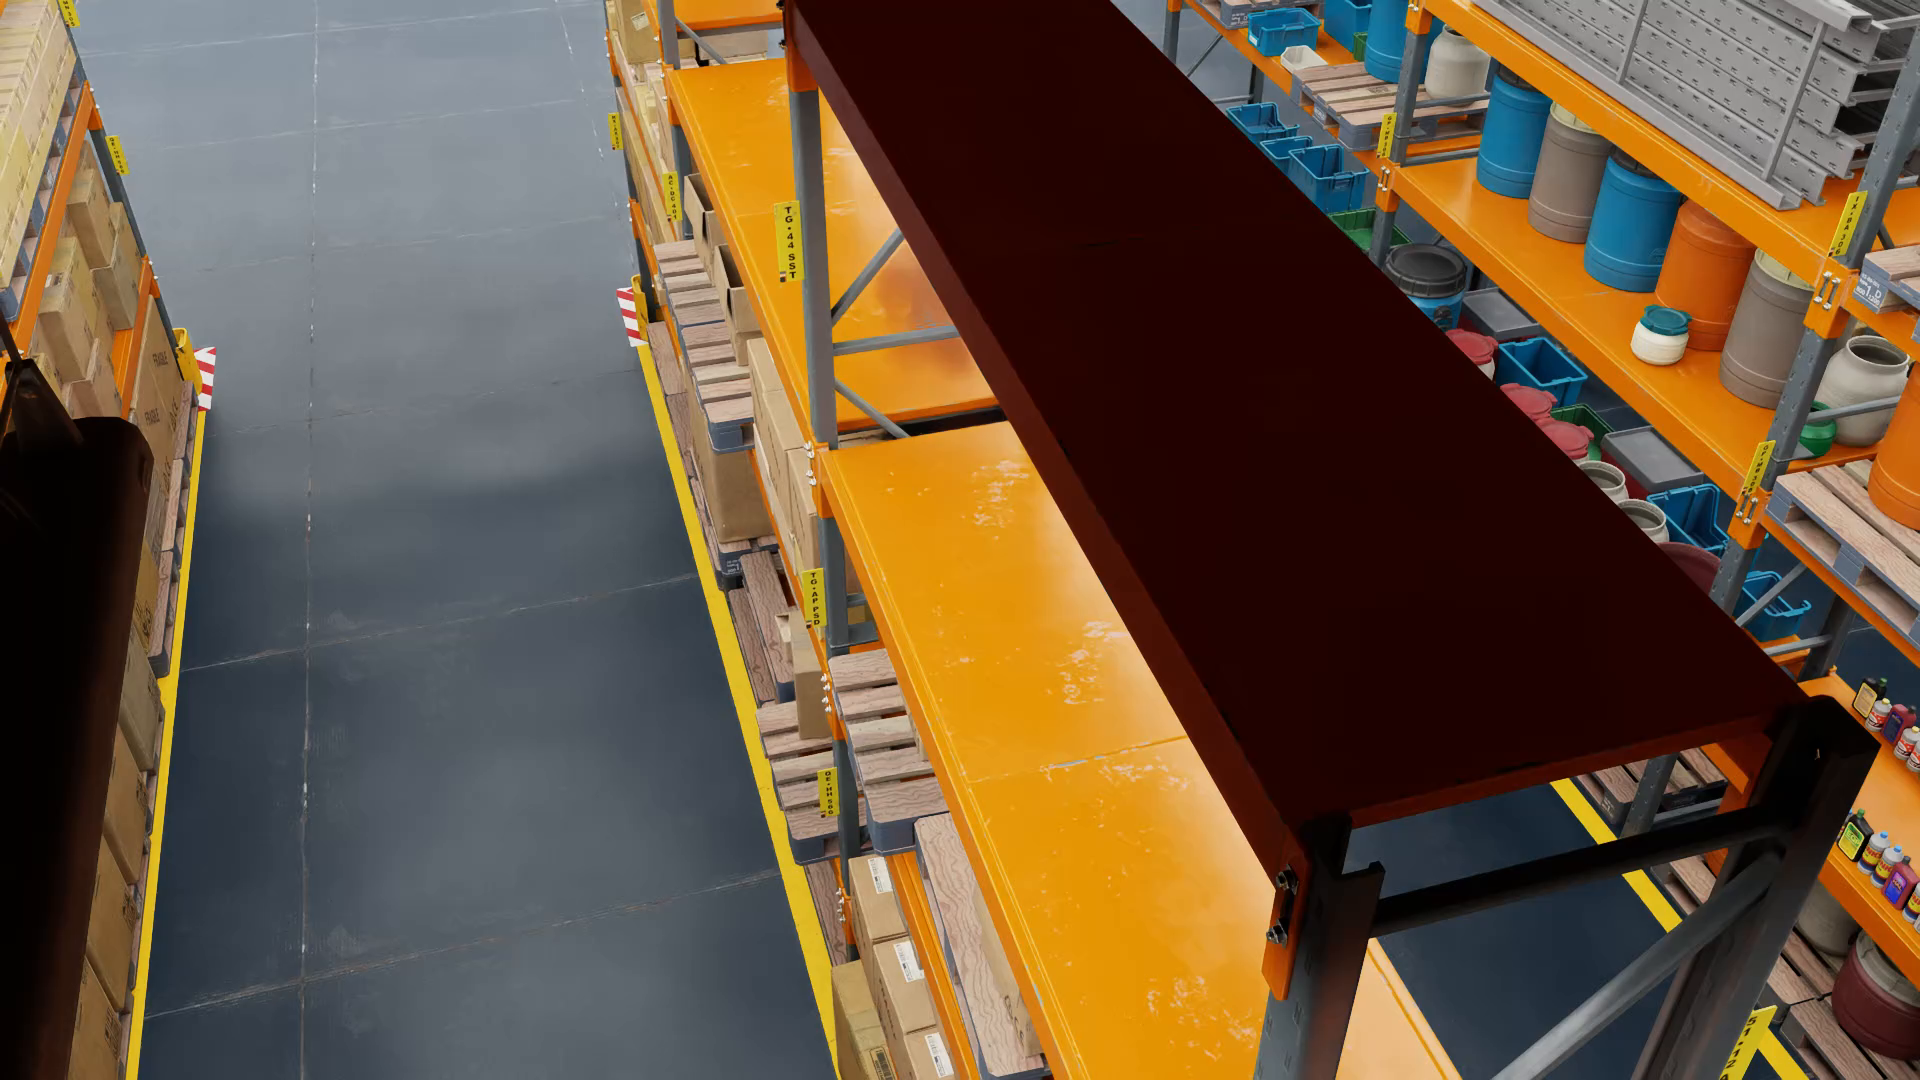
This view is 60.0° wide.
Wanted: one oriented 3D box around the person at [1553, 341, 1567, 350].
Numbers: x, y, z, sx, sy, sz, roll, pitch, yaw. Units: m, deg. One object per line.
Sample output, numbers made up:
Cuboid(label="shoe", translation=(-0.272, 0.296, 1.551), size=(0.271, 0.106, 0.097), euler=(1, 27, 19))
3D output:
Cuboid(label="person", translation=(5.142, -2.400, 14.508), size=(0.569, 1.696, 0.851), euler=(-26, 45, -29))
